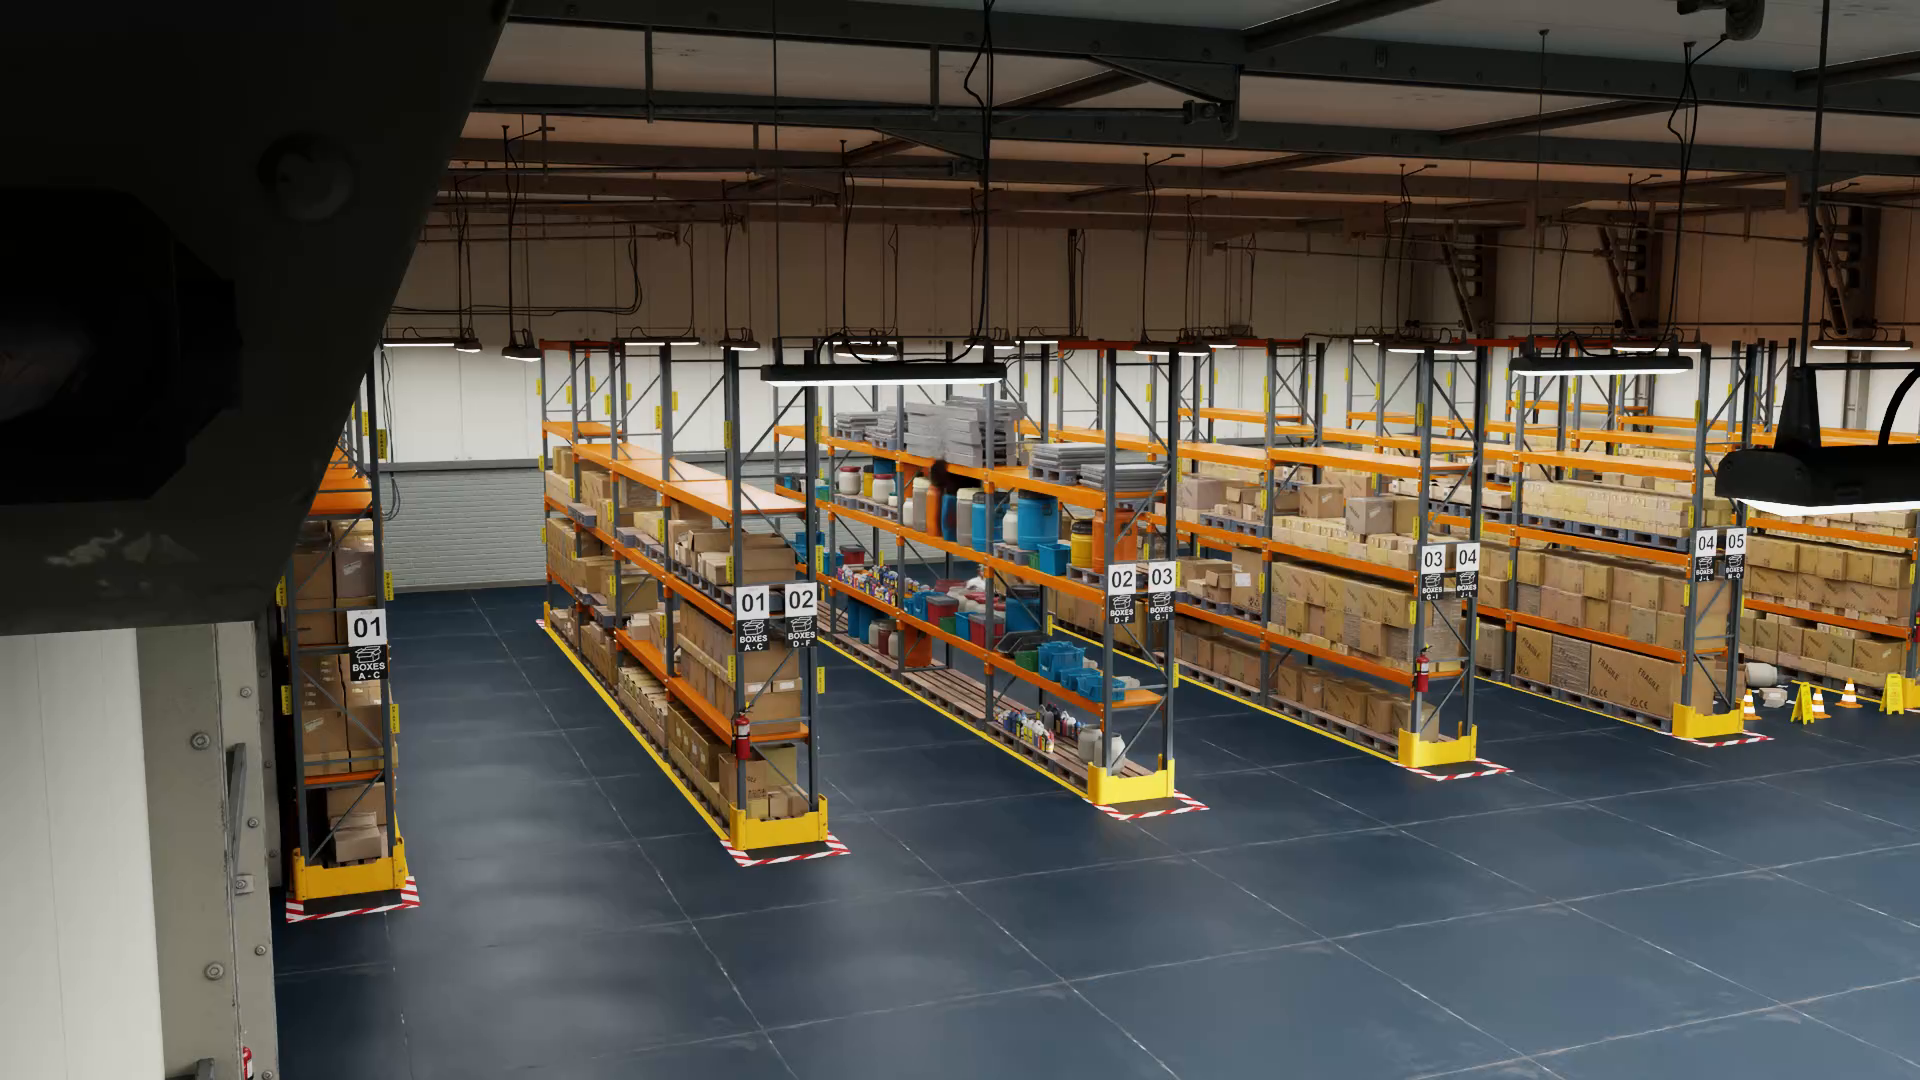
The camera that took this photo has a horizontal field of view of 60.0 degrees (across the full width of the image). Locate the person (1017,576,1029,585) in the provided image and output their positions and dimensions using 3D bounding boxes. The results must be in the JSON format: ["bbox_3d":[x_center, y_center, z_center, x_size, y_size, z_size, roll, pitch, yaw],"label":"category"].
[{"bbox_3d":[1.062,1.338,30.349,0.539,1.550,0.634,-7,10,-43],"label":"person"}]

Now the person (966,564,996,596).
[{"bbox_3d":[0.430,1.302,32.292,0.572,1.718,0.685,-5,9,-34],"label":"person"}]
